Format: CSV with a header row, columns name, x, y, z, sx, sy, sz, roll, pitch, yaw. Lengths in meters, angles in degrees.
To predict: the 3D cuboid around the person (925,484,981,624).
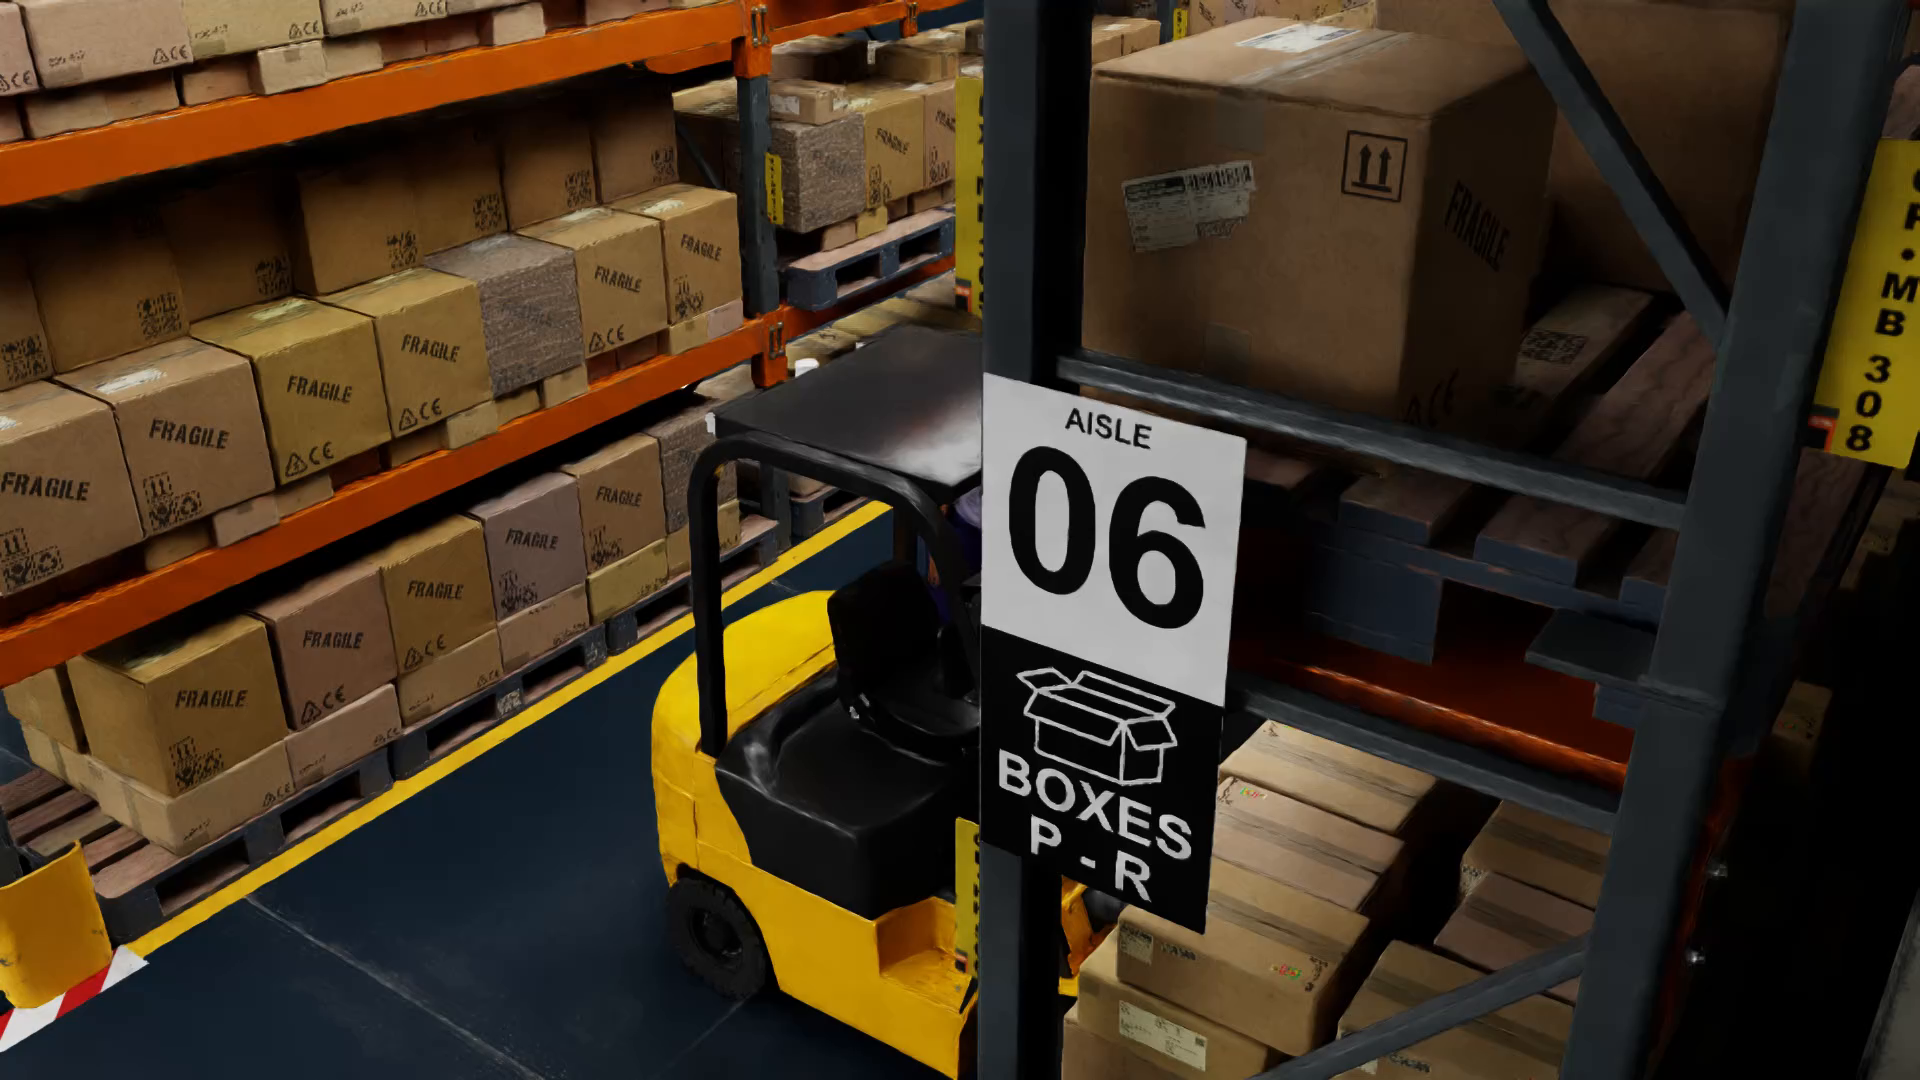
name,x,y,z,sx,sy,sz,roll,pitch,yaw
person,0.069,0.023,6.977,0.615,1.616,0.427,-18,32,-31
